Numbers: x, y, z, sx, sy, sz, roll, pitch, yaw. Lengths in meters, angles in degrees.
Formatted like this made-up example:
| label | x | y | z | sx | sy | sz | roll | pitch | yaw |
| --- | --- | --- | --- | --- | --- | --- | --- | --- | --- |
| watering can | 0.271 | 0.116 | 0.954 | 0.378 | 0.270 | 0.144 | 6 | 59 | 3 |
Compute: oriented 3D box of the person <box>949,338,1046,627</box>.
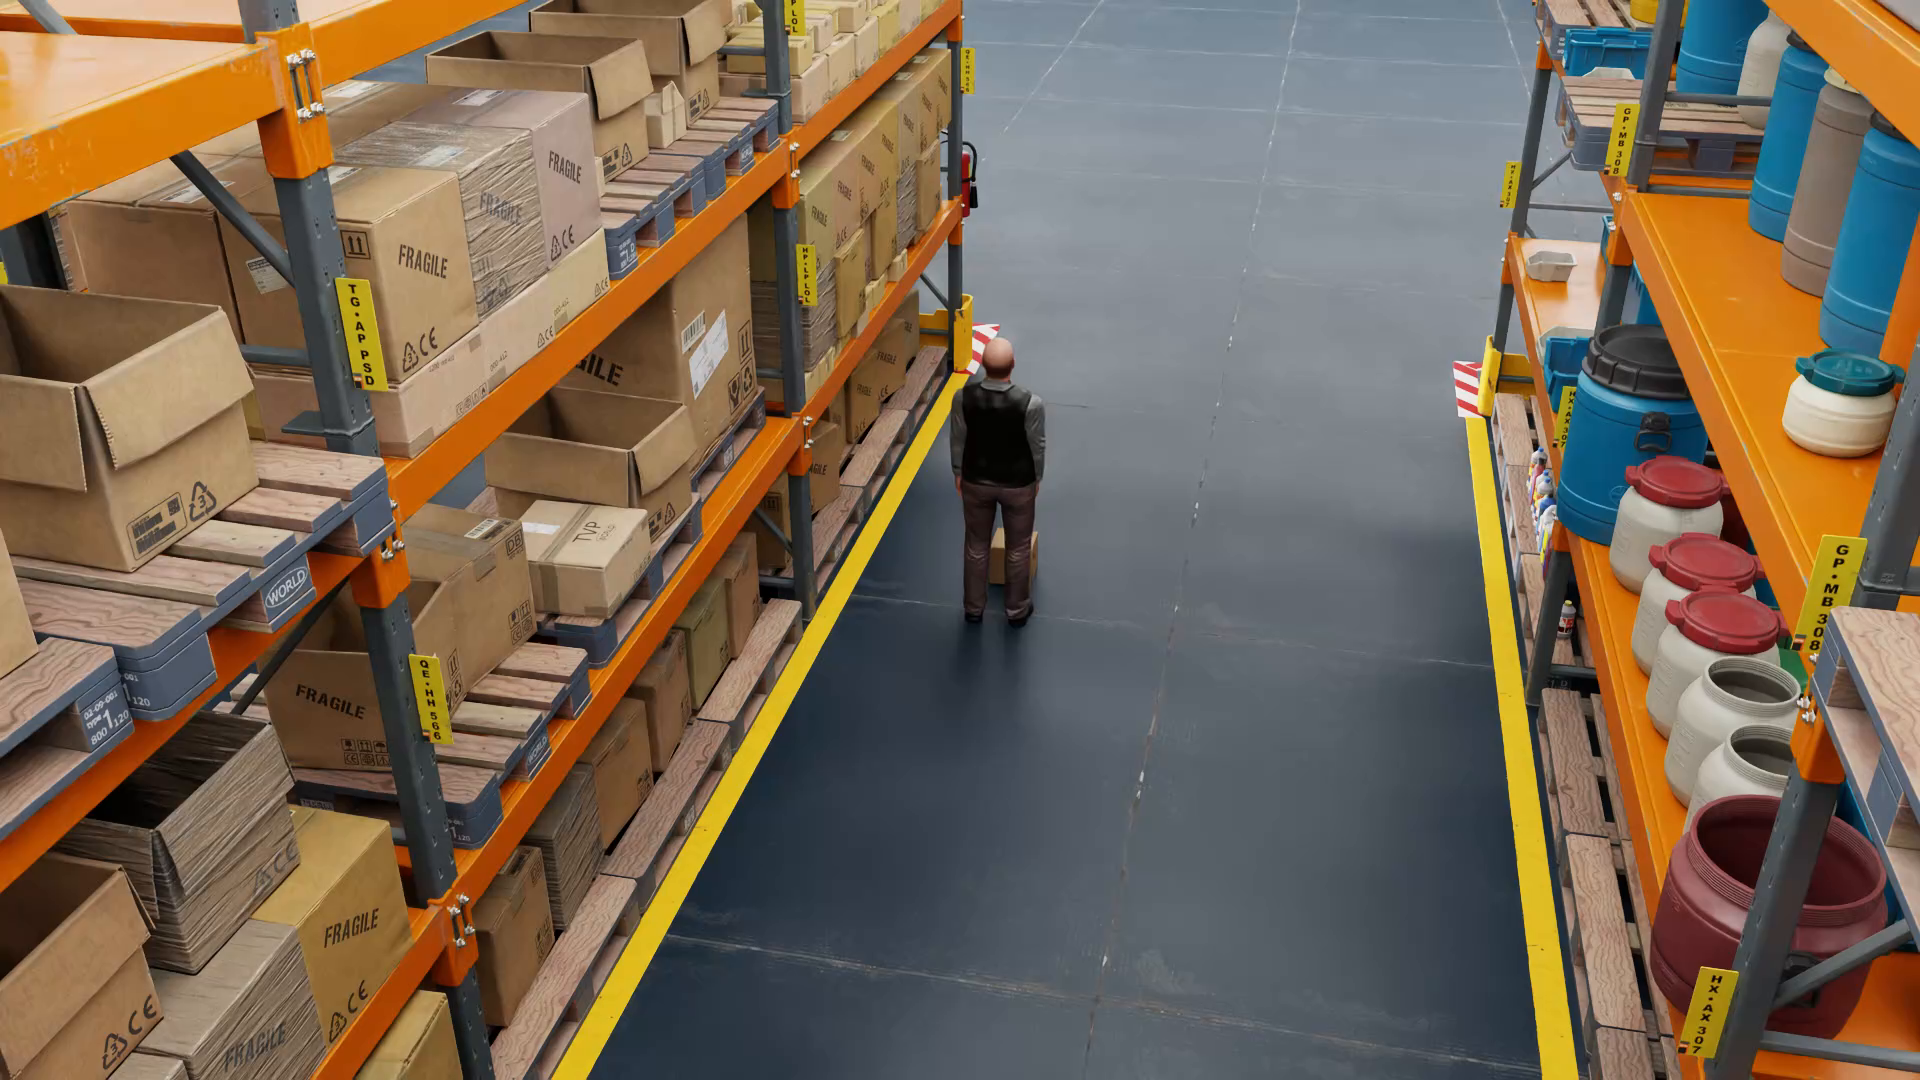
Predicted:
| label | x | y | z | sx | sy | sz | roll | pitch | yaw |
| --- | --- | --- | --- | --- | --- | --- | --- | --- | --- |
| person | 0.211 | -0.314 | 9.242 | 0.535 | 1.740 | 0.361 | 7 | 29 | 12 |
